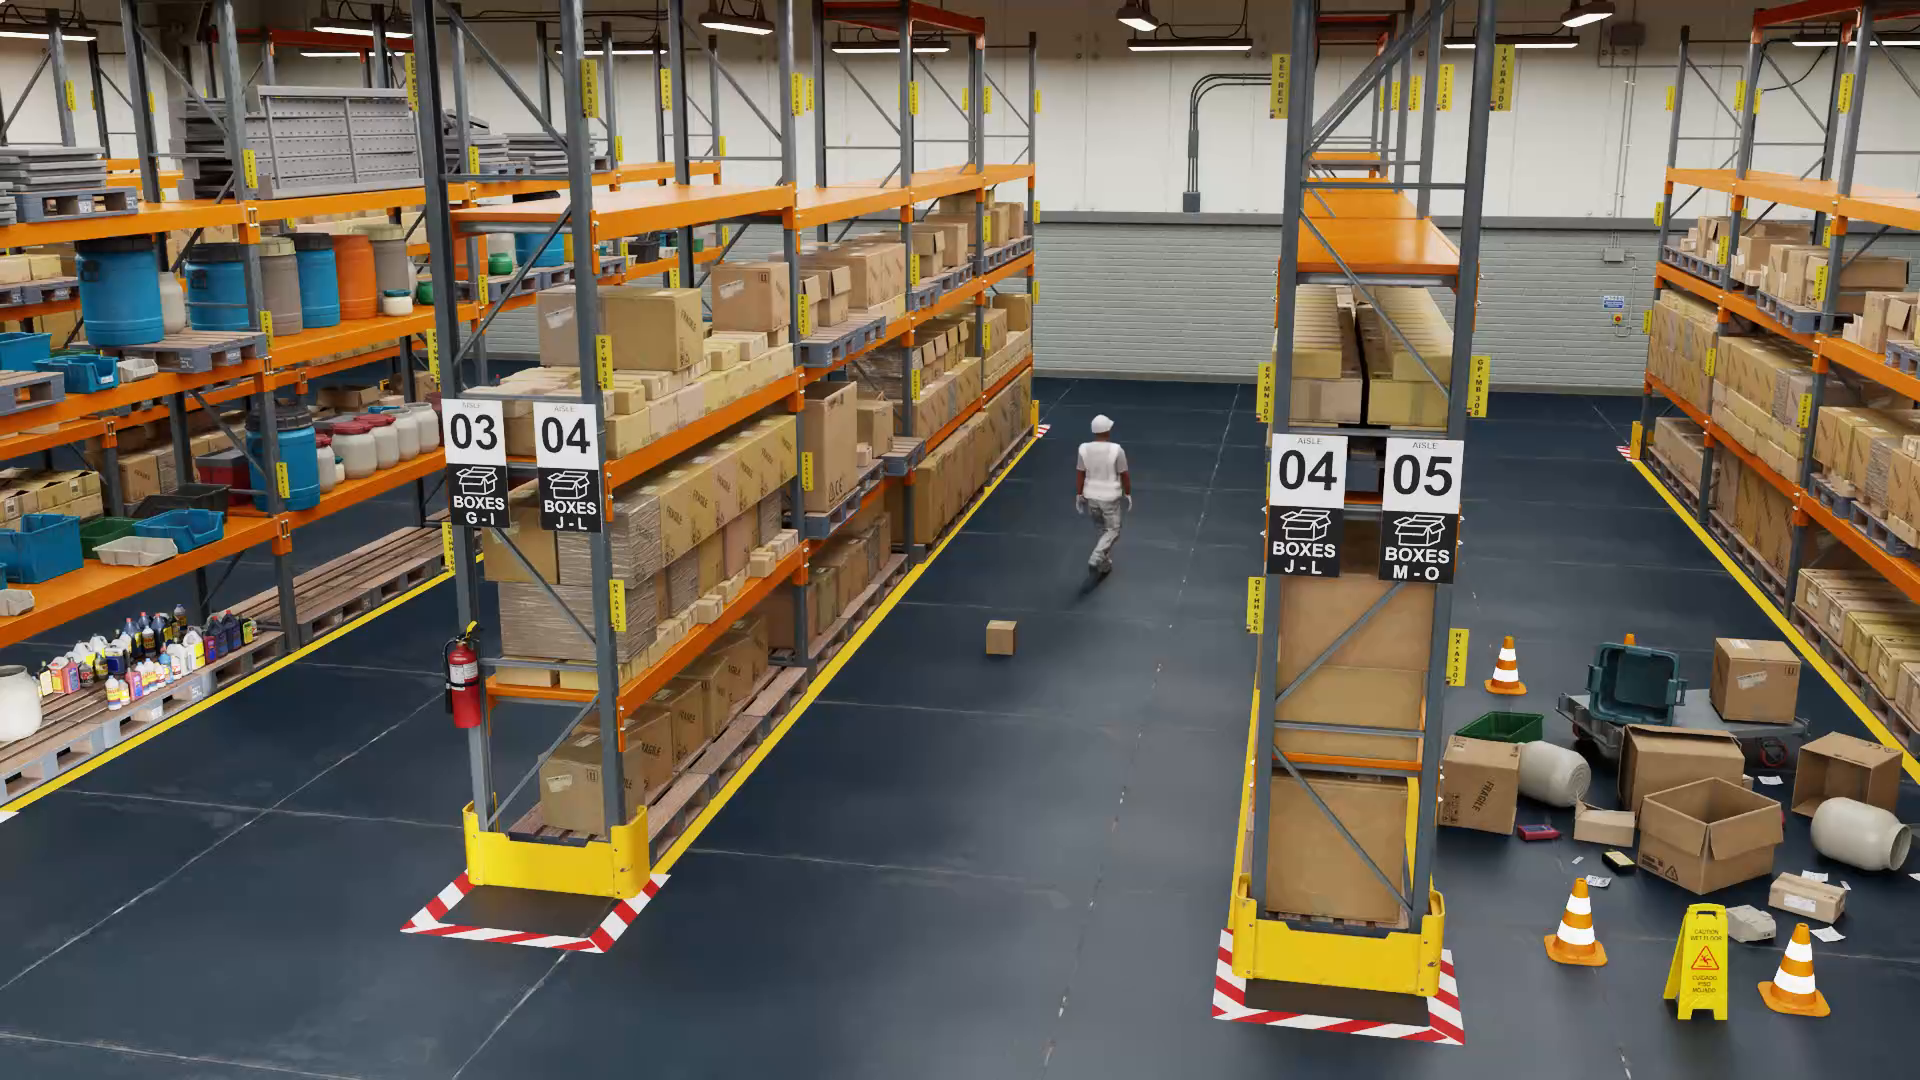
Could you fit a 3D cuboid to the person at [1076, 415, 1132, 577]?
[{"bbox_3d":[1.524,-0.457,17.707,0.572,1.759,0.867,8,16,28],"label":"person"}]
